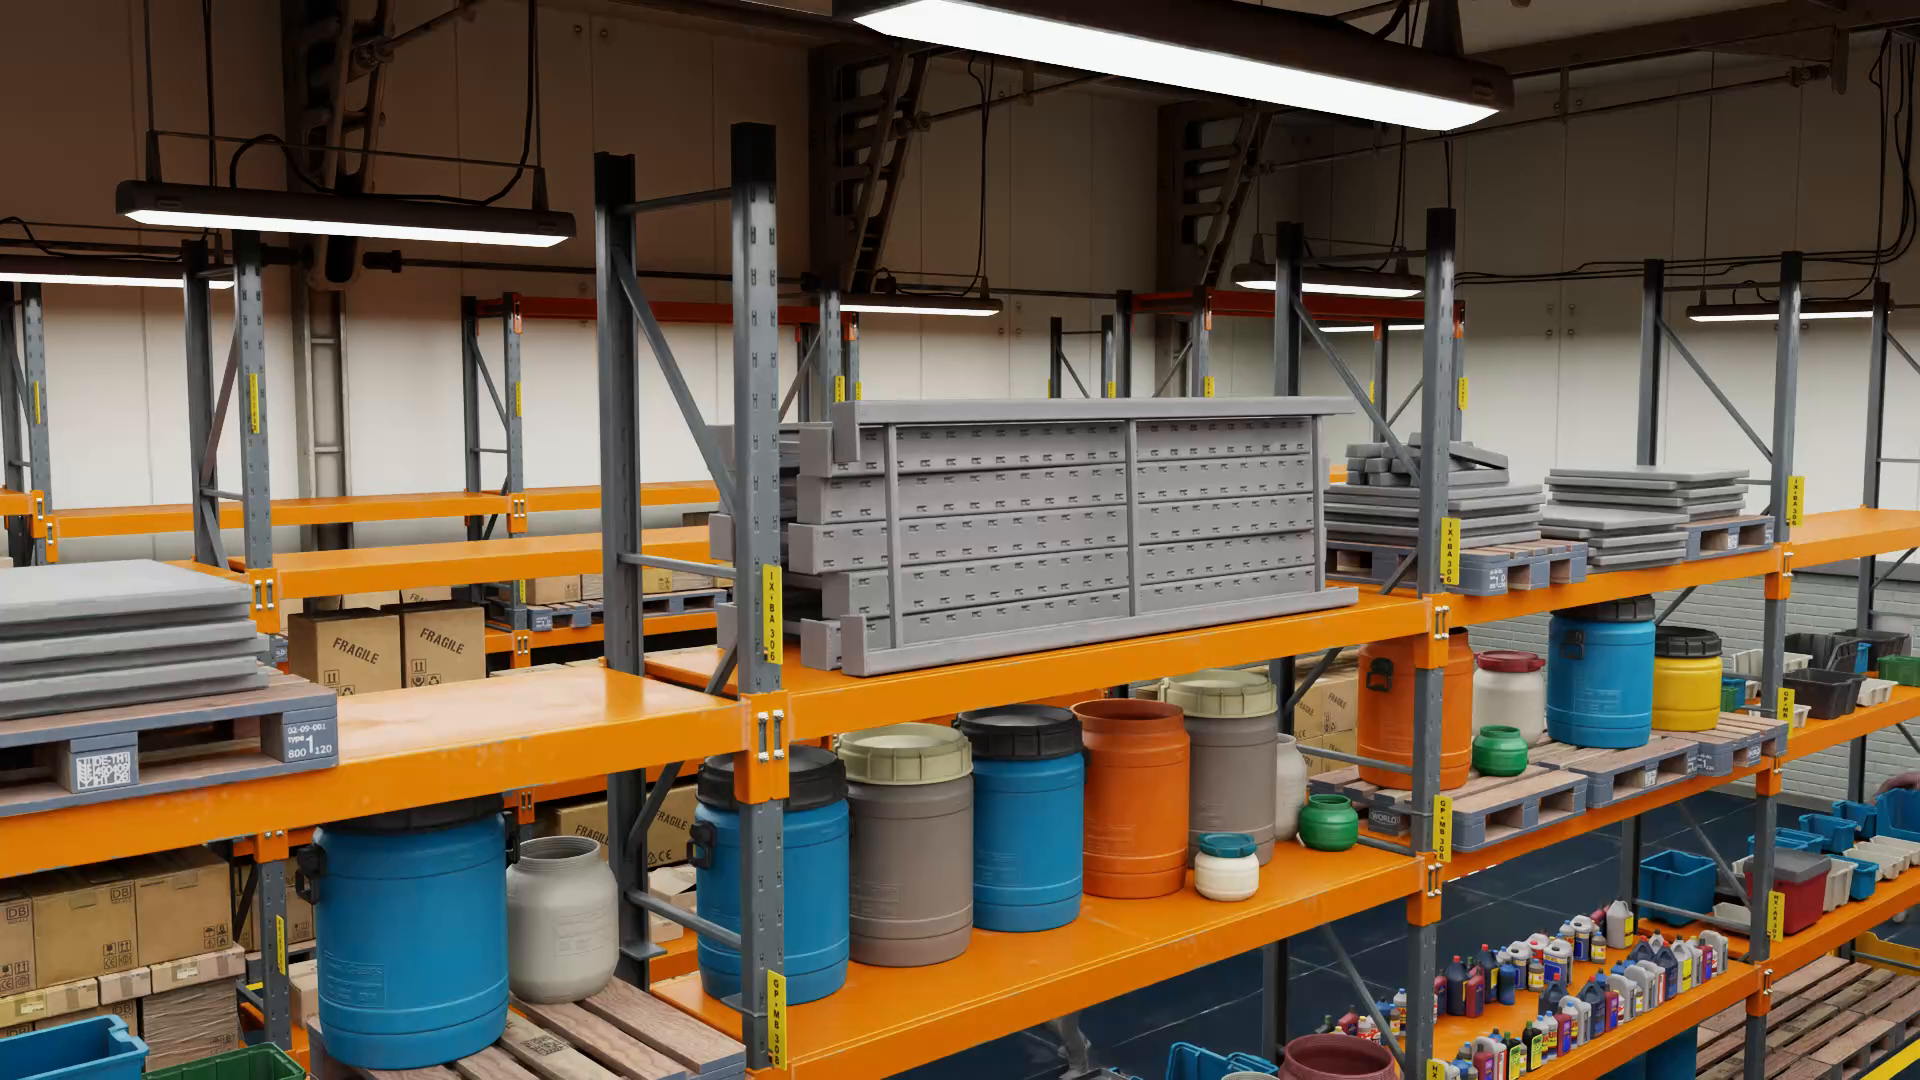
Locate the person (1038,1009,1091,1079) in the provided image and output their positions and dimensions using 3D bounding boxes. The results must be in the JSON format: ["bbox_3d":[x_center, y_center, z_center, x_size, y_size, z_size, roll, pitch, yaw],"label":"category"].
[{"bbox_3d":[0.782,3.212,12.239,0.552,1.630,0.618,-3,6,-27],"label":"person"}]

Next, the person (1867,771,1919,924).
[{"bbox_3d":[9.161,2.841,15.887,0.861,1.664,0.755,1,5,10],"label":"person"}]
